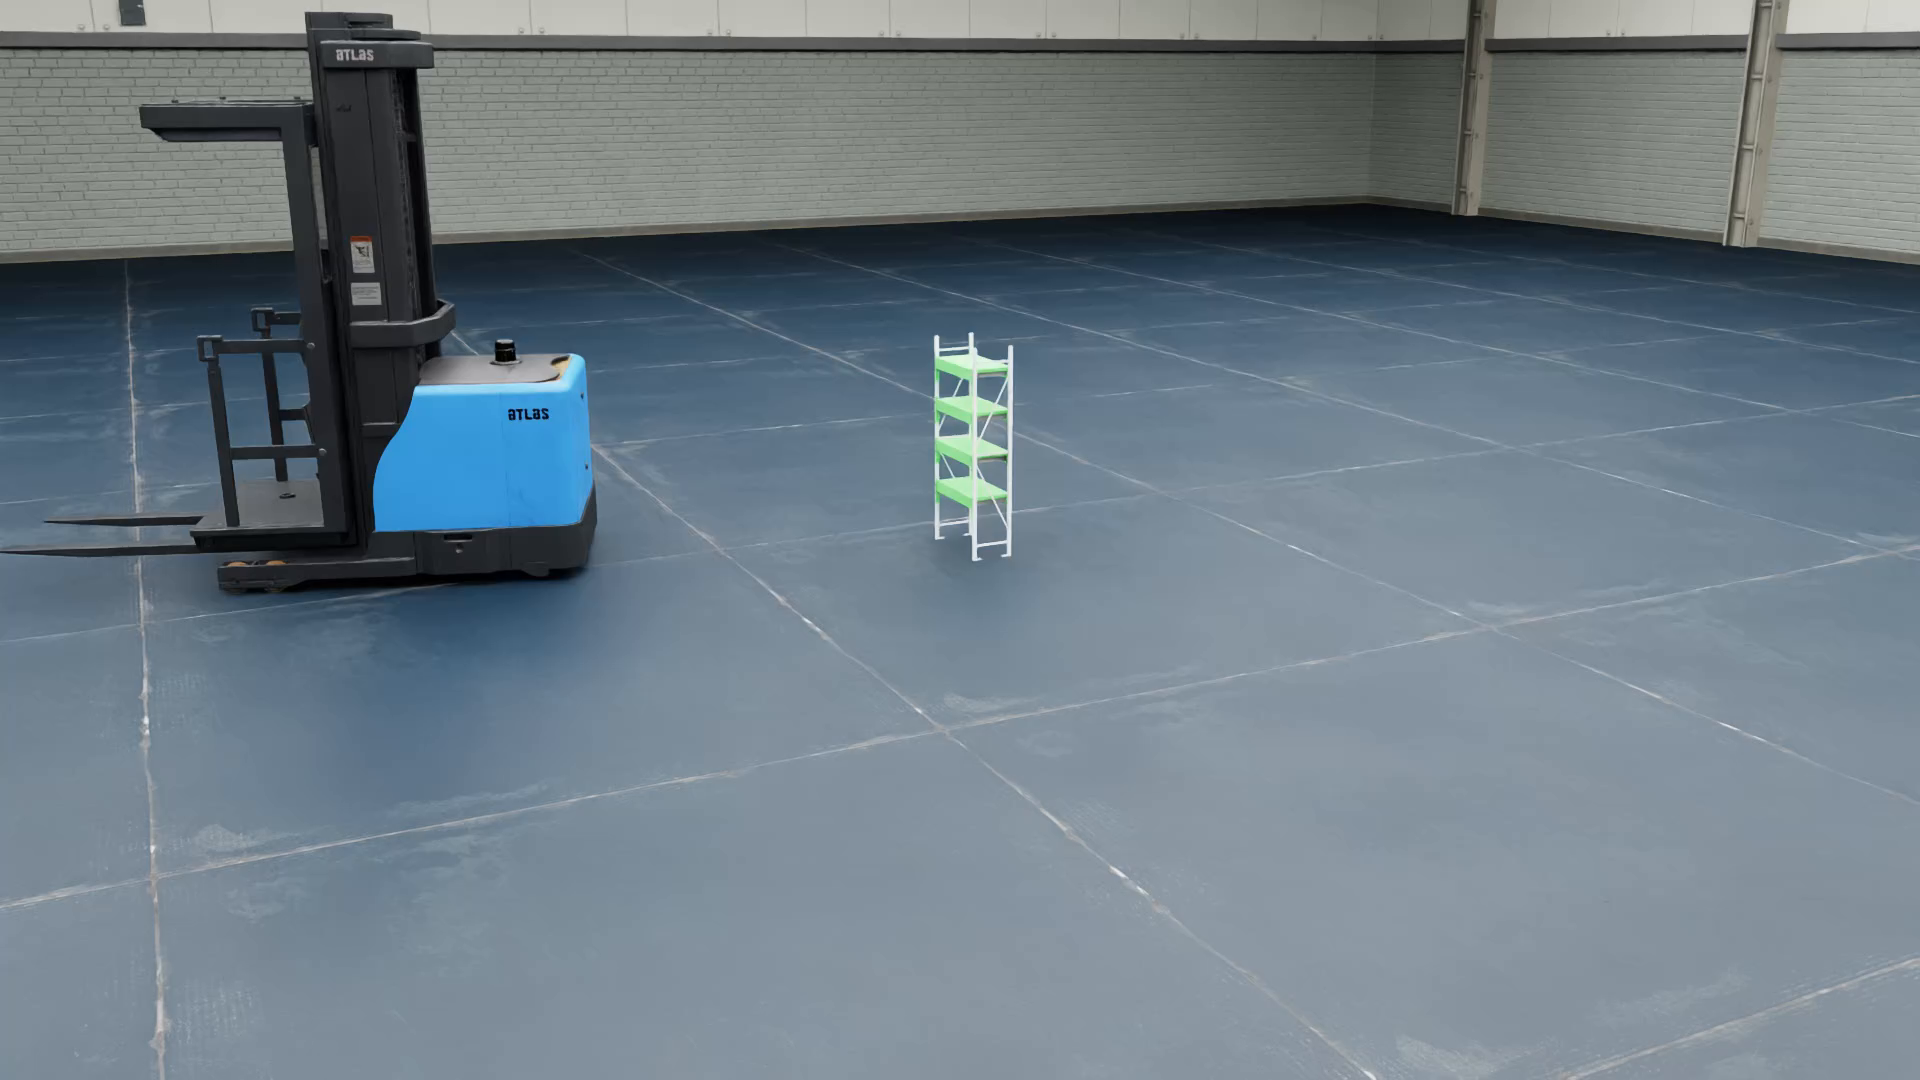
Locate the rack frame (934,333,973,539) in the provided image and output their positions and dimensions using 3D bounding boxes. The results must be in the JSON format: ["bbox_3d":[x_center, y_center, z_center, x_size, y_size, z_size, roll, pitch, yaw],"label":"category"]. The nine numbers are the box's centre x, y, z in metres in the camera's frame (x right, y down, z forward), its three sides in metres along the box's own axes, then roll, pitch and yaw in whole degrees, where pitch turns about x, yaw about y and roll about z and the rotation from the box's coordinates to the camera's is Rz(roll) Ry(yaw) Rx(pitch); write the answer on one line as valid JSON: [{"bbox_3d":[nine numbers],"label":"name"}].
[{"bbox_3d":[-0.034,-0.596,9.653,0.240,1.200,0.015,-8,18,-25],"label":"rack frame"}]

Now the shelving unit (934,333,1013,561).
[{"bbox_3d":[0.073,-0.536,9.442,0.258,1.200,0.503,-8,18,-25],"label":"shelving unit"}]

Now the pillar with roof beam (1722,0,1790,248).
[{"bbox_3d":[8.051,-8.300,22.361,9.100,9.000,0.400,-8,18,-25],"label":"pillar with roof beam"}]

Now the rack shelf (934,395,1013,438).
[{"bbox_3d":[0.073,-0.705,9.394,0.258,0.148,0.480,-8,18,-25],"label":"rack shelf"}]

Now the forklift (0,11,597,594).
[{"bbox_3d":[-3.600,-1.279,8.895,3.031,2.935,1.130,-2,16,-7],"label":"forklift"}]

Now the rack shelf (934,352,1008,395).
[{"bbox_3d":[0.072,-0.936,9.327,0.258,0.148,0.480,-8,18,-25],"label":"rack shelf"}]

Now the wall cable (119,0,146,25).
[{"bbox_3d":[-10.585,-10.170,22.711,2.305,6.003,0.169,-8,18,-25],"label":"wall cable"}]

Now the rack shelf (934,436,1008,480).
[{"bbox_3d":[0.073,-0.474,9.460,0.258,0.148,0.480,-8,18,-25],"label":"rack shelf"}]

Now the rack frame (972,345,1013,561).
[{"bbox_3d":[0.179,-0.475,9.231,0.240,1.200,0.015,-8,18,-25],"label":"rack frame"}]

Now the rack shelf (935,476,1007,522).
[{"bbox_3d":[0.073,-0.244,9.526,0.258,0.148,0.480,-8,18,-25],"label":"rack shelf"}]

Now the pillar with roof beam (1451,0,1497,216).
[{"bbox_3d":[5.422,-9.788,27.545,9.100,9.000,0.400,-8,18,-25],"label":"pillar with roof beam"}]
